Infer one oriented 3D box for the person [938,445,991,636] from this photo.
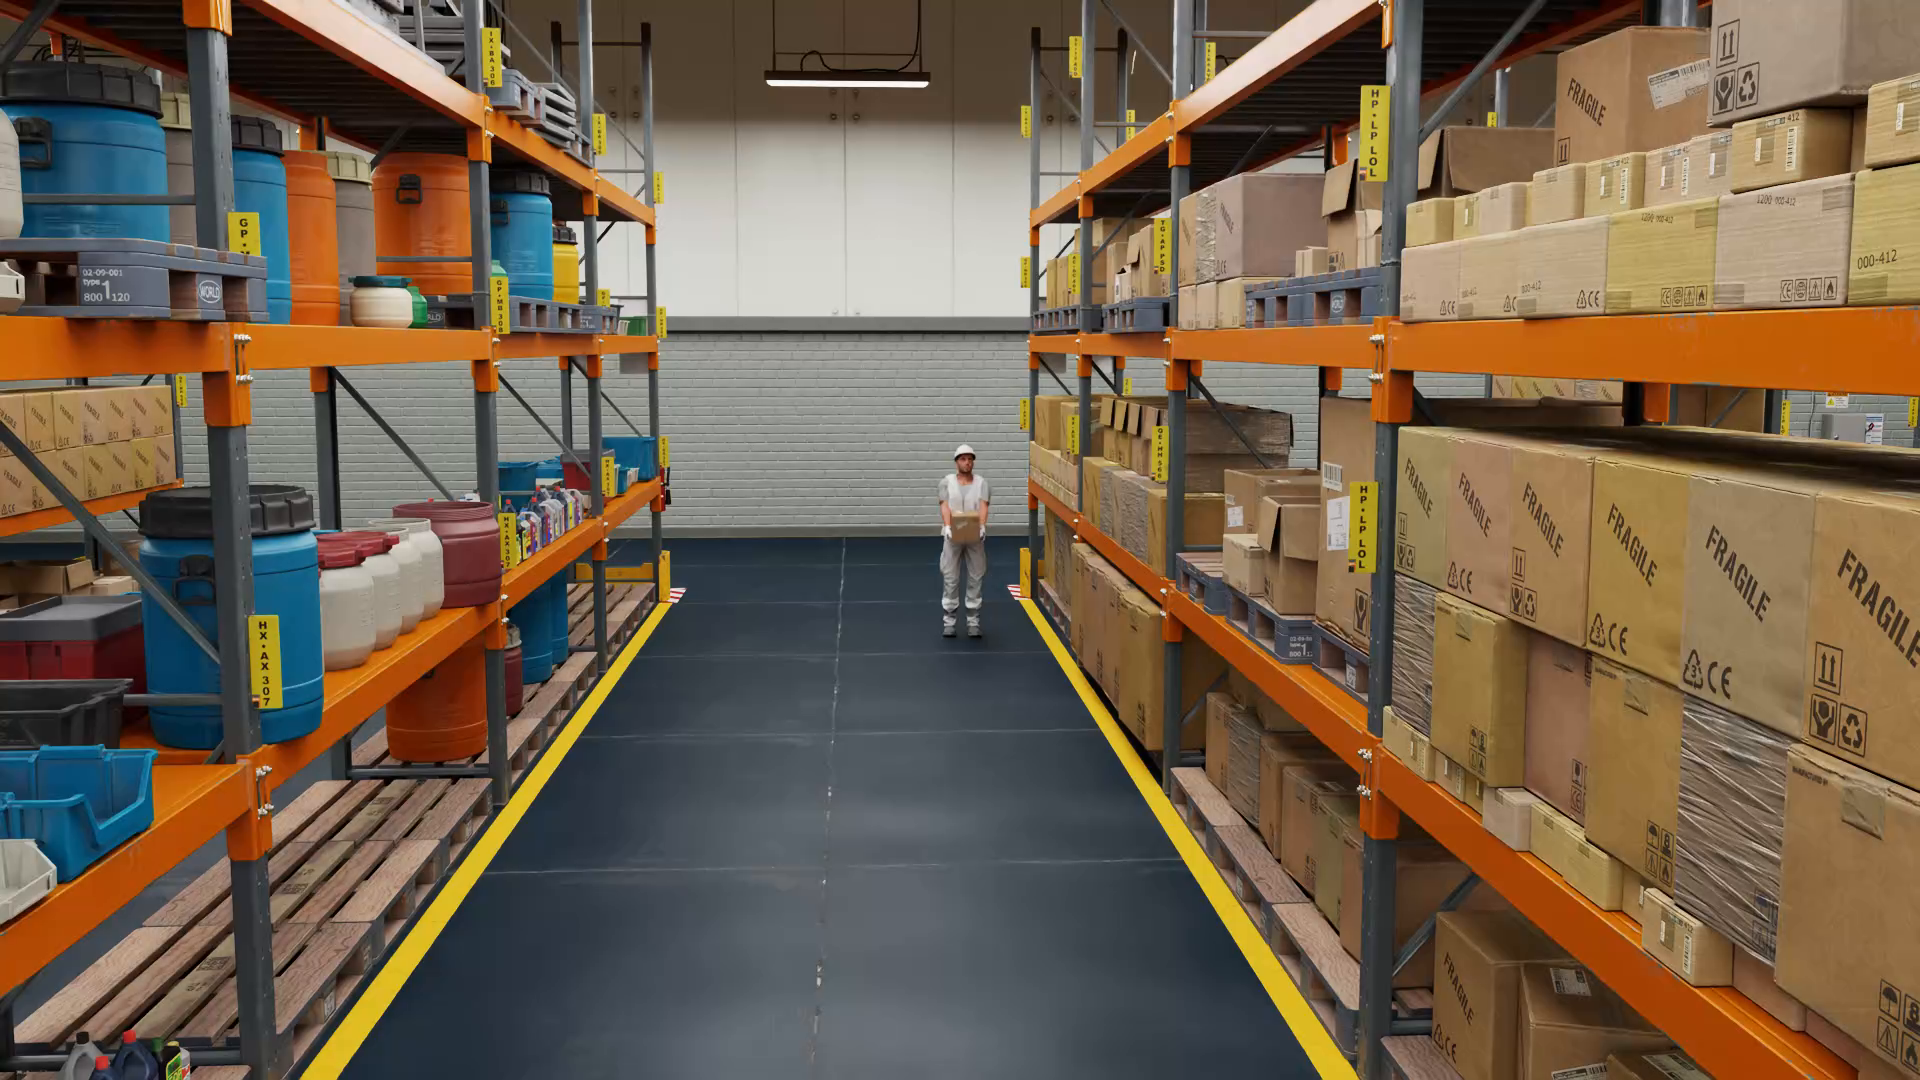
[{"bbox_3d":[0.041,0.014,15.528,0.487,1.786,0.560,0,7,-4],"label":"person"}]
